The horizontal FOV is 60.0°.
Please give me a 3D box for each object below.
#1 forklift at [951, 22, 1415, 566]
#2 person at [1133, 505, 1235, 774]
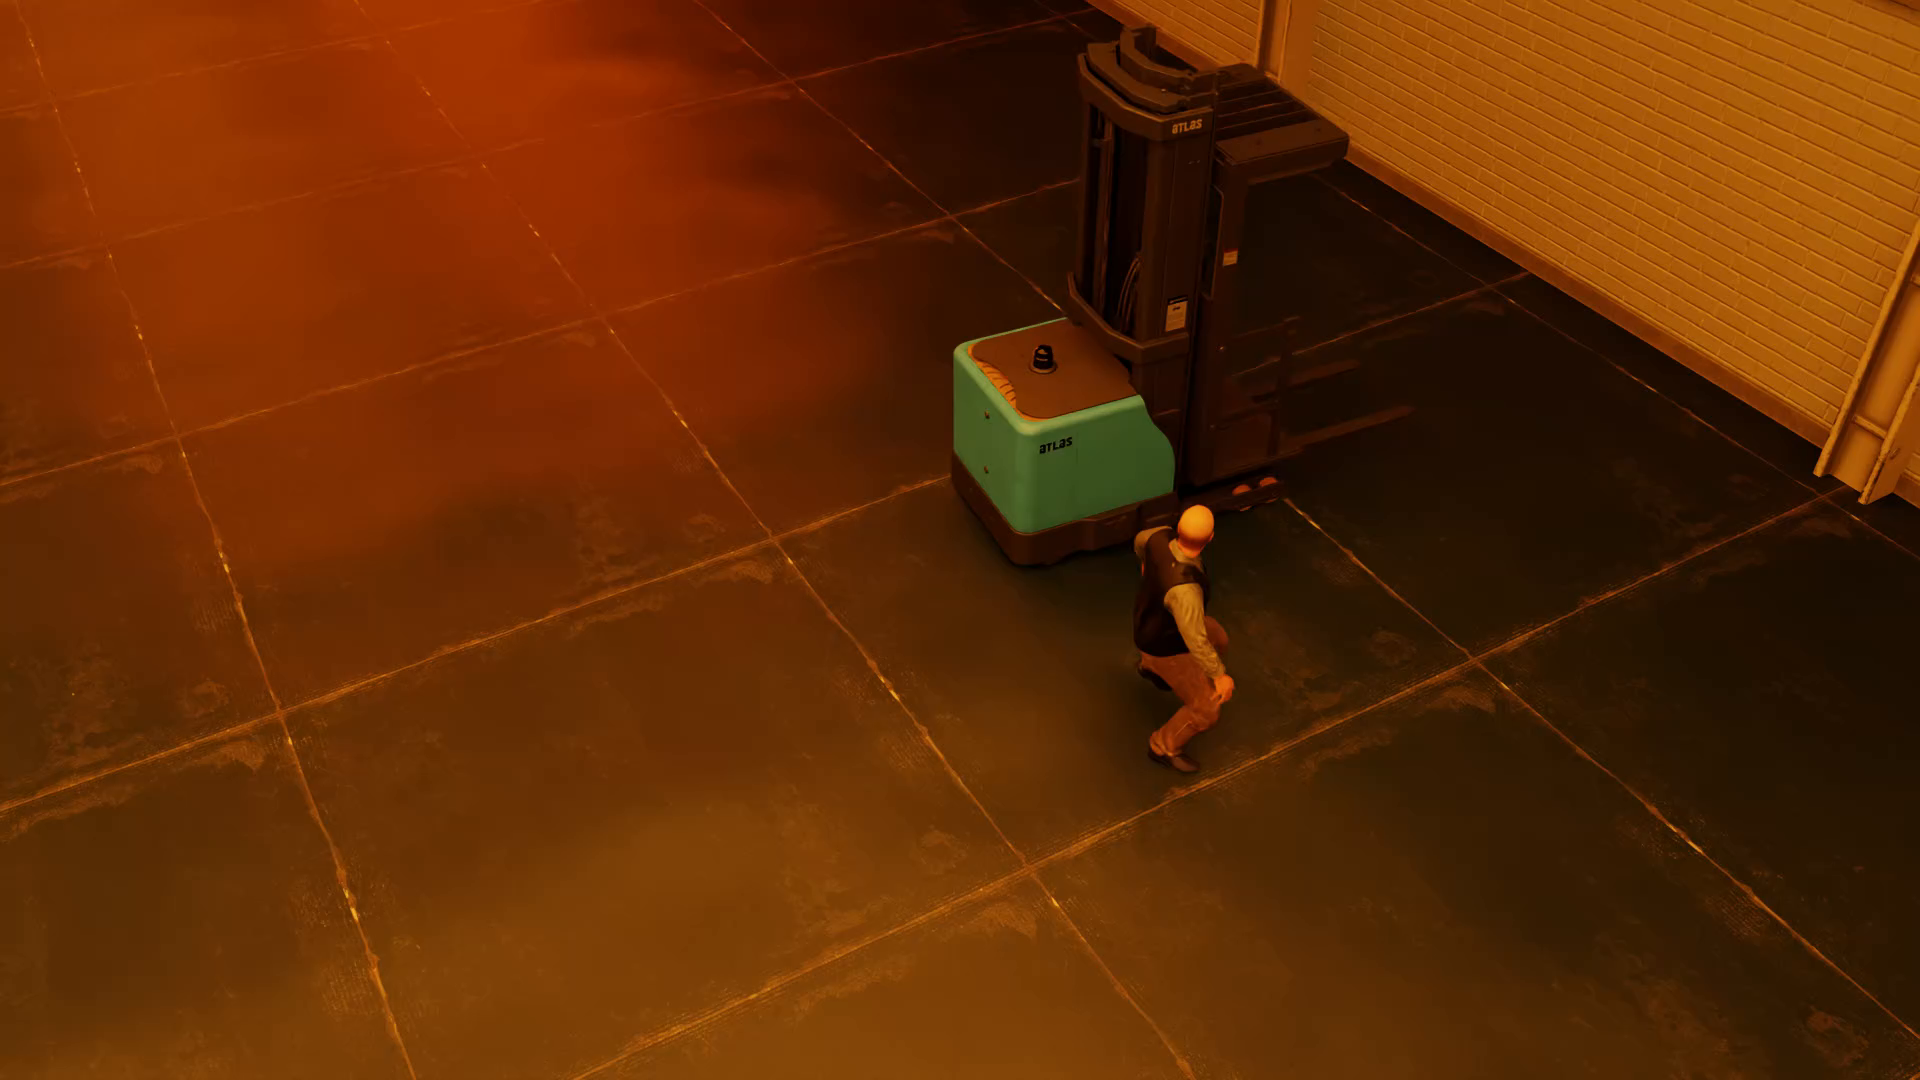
[{"bbox_3d":[1.505,-1.603,9.969,3.031,2.935,1.130,-16,42,-19],"label":"forklift"},{"bbox_3d":[1.143,0.450,8.554,0.551,1.614,0.853,4,40,5],"label":"person"}]
